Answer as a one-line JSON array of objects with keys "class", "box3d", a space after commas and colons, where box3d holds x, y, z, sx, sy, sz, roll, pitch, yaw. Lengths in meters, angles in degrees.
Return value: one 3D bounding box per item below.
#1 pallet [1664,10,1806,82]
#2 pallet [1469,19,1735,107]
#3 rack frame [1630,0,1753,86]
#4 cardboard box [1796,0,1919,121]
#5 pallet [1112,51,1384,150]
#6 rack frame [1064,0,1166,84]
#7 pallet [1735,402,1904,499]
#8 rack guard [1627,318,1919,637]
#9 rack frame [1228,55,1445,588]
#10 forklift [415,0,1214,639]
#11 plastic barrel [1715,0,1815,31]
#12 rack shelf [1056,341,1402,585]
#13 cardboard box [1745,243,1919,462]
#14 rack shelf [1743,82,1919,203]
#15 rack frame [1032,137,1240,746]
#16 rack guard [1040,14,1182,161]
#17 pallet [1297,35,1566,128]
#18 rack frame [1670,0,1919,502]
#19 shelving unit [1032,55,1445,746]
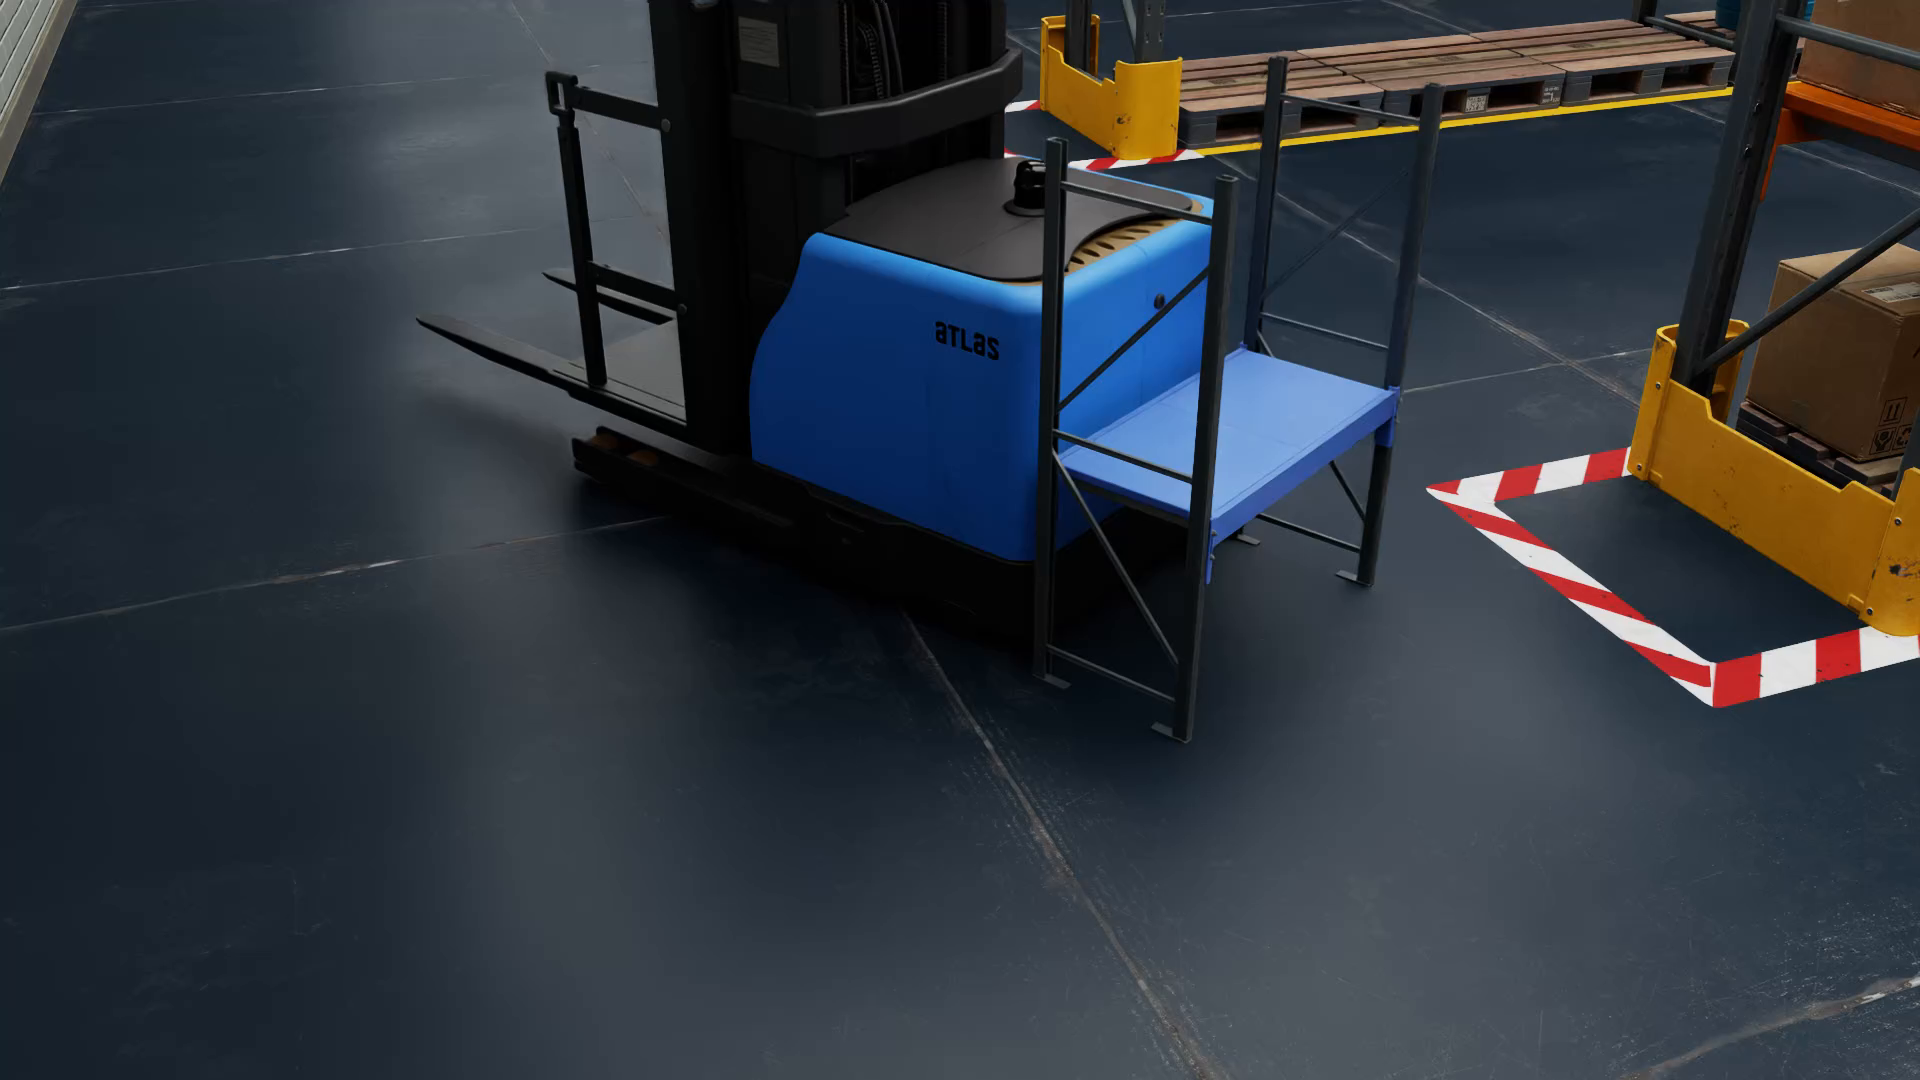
[{"class": "pallet", "box3d": [5.313, -3.196, 10.646, 1.213, 0.211, 1.003, -10, 31, -18]}, {"class": "pallet", "box3d": [3.899, -2.937, 10.192, 1.213, 0.211, 1.003, -10, 31, -18]}, {"class": "rack frame", "box3d": [4.575, -4.293, 9.756, 0.127, 3.000, 1.000, -10, 31, -18]}, {"class": "cardboard box", "box3d": [2.875, -1.551, 4.841, 0.500, 0.500, 0.500, -9, 31, -16]}, {"class": "pallet", "box3d": [1.612, -2.516, 9.452, 1.213, 0.211, 1.003, -10, 31, -18]}, {"class": "rack frame", "box3d": [0.826, -3.603, 8.544, 0.127, 3.000, 1.000, -10, 31, -18]}, {"class": "pallet", "box3d": [3.368, -0.244, 5.465, 1.213, 0.211, 1.003, -10, 31, -18]}, {"class": "rack guard", "box3d": [2.621, -0.231, 5.151, 0.348, 0.500, 1.175, -10, 31, -18]}, {"class": "rack frame", "box3d": [1.045, -0.592, 4.773, 0.500, 1.500, 0.032, 22, 36, 33]}, {"class": "forklift", "box3d": [-0.667, -1.584, 5.070, 3.031, 2.935, 1.130, 22, 36, 33]}, {"class": "plastic barrel", "box3d": [5.091, -3.650, 10.322, 0.708, 0.901, 0.600, -10, 31, -18]}, {"class": "rack shelf", "box3d": [0.723, -0.241, 4.520, 0.538, 0.185, 1.000, 22, 36, 33]}, {"class": "cardboard box", "box3d": [2.973, -0.617, 5.384, 0.500, 0.500, 0.500, -10, 31, -18]}, {"class": "rack shelf", "box3d": [4.424, -1.337, 5.293, 4.000, 0.370, 1.077, -10, 31, -18]}, {"class": "rack frame", "box3d": [0.402, -0.202, 4.089, 0.500, 1.500, 0.032, 22, 36, 33]}, {"class": "rack guard", "box3d": [0.808, -2.507, 9.145, 0.348, 0.500, 1.175, -10, 31, -18]}, {"class": "pallet", "box3d": [2.754, -2.724, 9.819, 1.213, 0.211, 1.003, -10, 31, -18]}, {"class": "rack frame", "box3d": [2.550, -1.304, 4.509, 0.127, 3.000, 1.000, -10, 31, -18]}, {"class": "shelving unit", "box3d": [0.723, -0.397, 4.431, 0.538, 1.500, 1.048, 22, 36, 33]}]
